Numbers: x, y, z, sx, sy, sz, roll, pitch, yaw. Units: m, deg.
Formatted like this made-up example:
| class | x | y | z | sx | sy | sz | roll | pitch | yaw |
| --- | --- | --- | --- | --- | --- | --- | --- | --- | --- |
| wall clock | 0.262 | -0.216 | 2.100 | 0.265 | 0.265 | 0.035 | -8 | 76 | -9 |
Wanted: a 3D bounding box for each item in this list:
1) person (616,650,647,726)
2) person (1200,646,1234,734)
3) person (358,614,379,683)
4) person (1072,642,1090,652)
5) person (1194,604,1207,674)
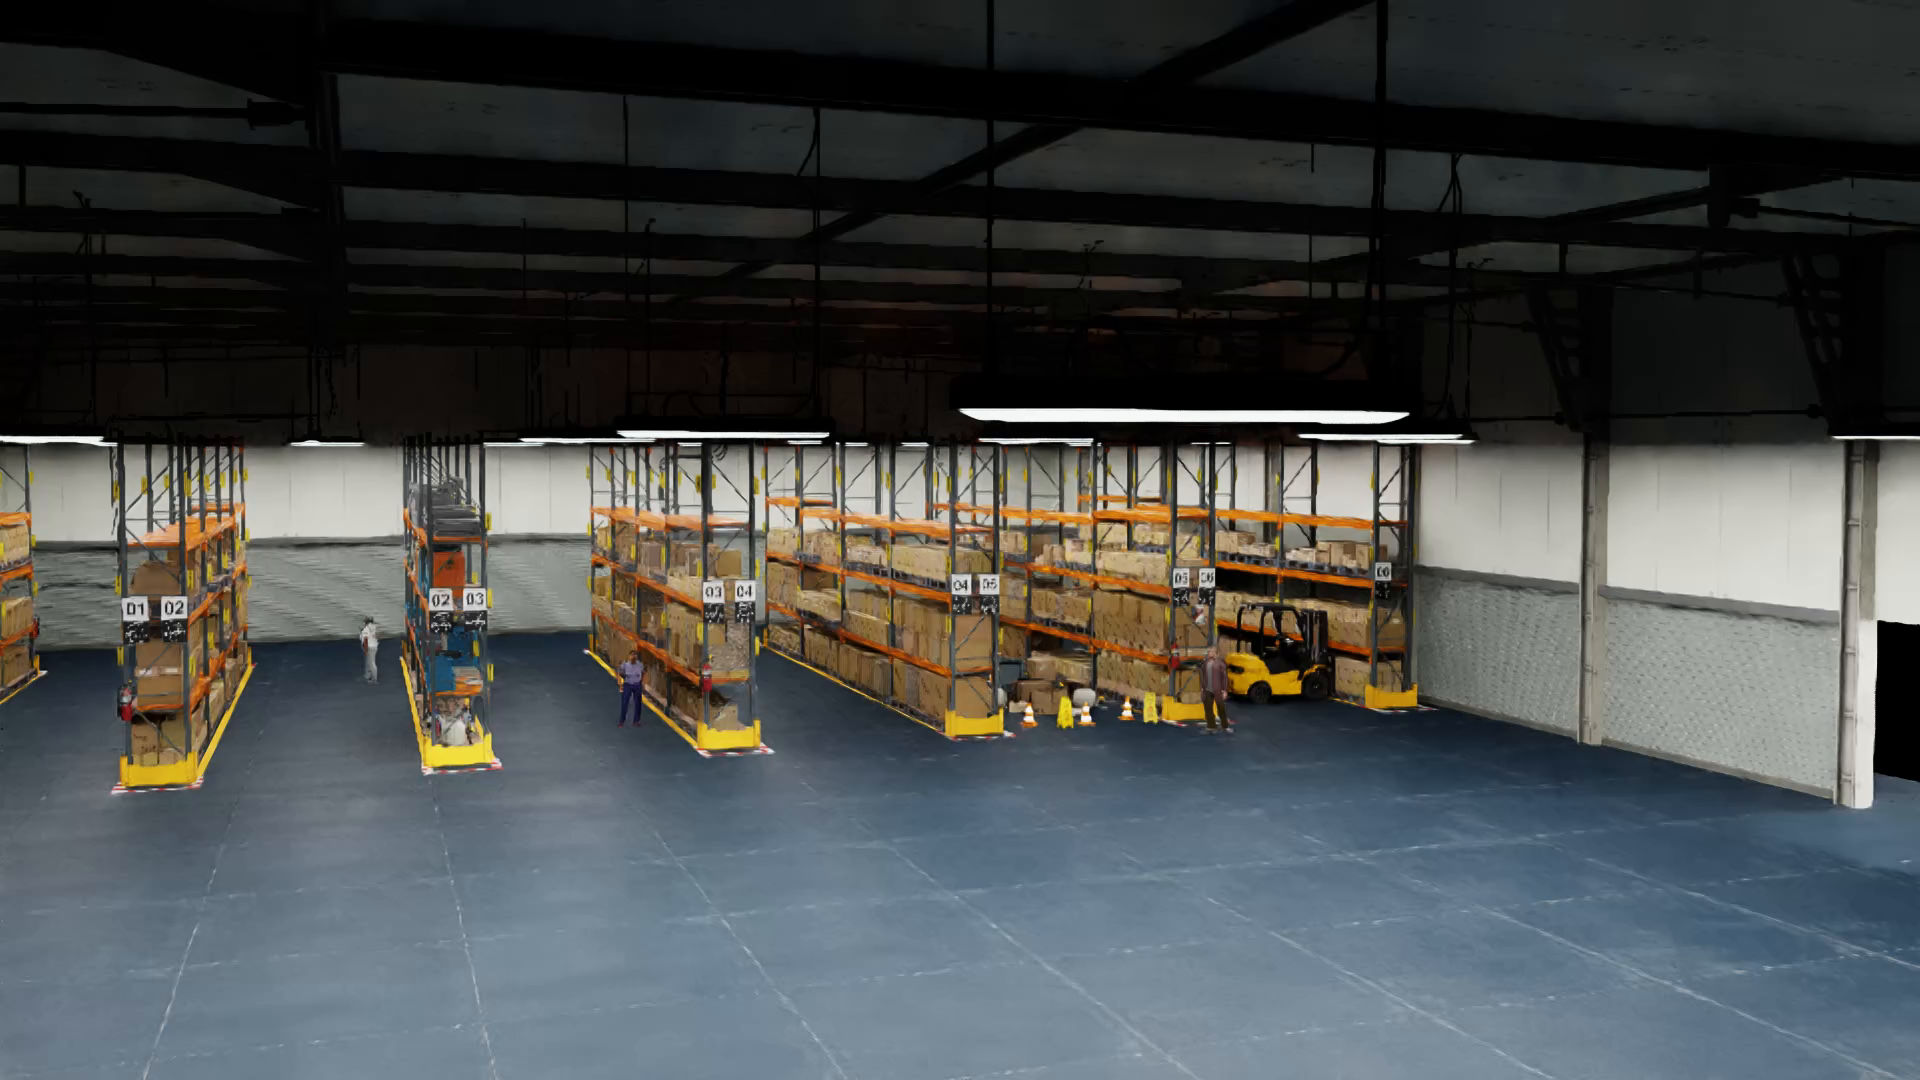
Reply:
| class | x | y | z | sx | sy | sz | roll | pitch | yaw |
| --- | --- | --- | --- | --- | --- | --- | --- | --- | --- |
| person | -6.751 | 3.037 | 34.197 | 0.625 | 1.596 | 0.517 | -1 | 3 | -22 |
| person | 5.134 | 2.995 | 33.344 | 0.690 | 1.769 | 0.587 | 3 | 4 | 43 |
| person | -14.447 | 2.638 | 40.547 | 0.595 | 1.654 | 0.664 | 0 | 3 | 0 |
| person | 3.470 | 2.235 | 46.617 | 0.641 | 1.772 | 0.692 | 0 | 3 | 3 |
| person | 6.045 | 2.481 | 42.105 | 0.577 | 1.785 | 0.655 | 0 | 3 | 3 |
